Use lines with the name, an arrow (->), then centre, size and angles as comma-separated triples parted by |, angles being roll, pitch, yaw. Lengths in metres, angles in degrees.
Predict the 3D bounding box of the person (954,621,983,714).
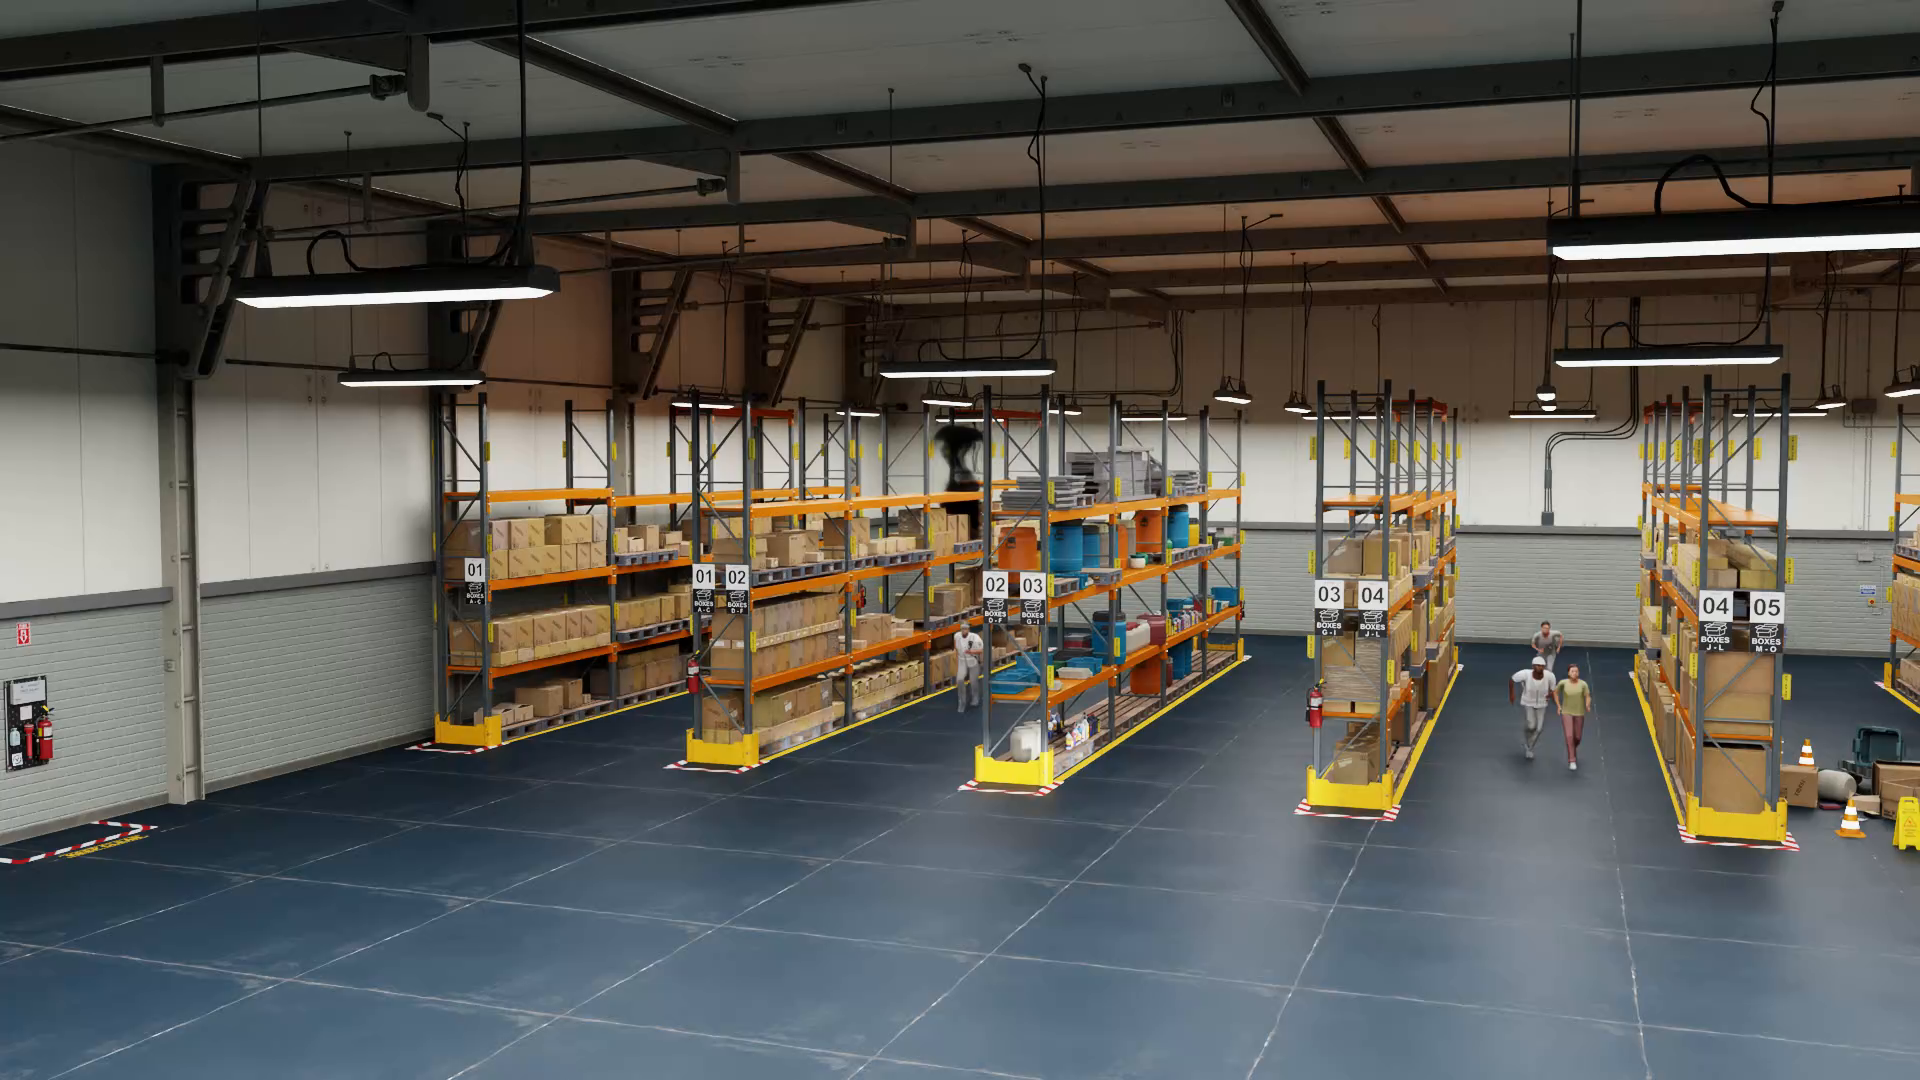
person -> 0.187, 2.435, 32.210 | 0.658, 1.800, 0.993 | 1, 3, 14

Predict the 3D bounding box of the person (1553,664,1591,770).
person -> 9.744, 2.783, 26.496 | 0.545, 1.650, 0.747 | 1, 3, 13

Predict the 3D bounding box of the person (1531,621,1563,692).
person -> 11.955, 2.439, 33.889 | 0.606, 1.606, 0.958 | 1, 3, 20

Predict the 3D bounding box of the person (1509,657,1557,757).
person -> 9.359, 2.725, 27.084 | 0.684, 1.678, 0.705 | 0, 3, 0
